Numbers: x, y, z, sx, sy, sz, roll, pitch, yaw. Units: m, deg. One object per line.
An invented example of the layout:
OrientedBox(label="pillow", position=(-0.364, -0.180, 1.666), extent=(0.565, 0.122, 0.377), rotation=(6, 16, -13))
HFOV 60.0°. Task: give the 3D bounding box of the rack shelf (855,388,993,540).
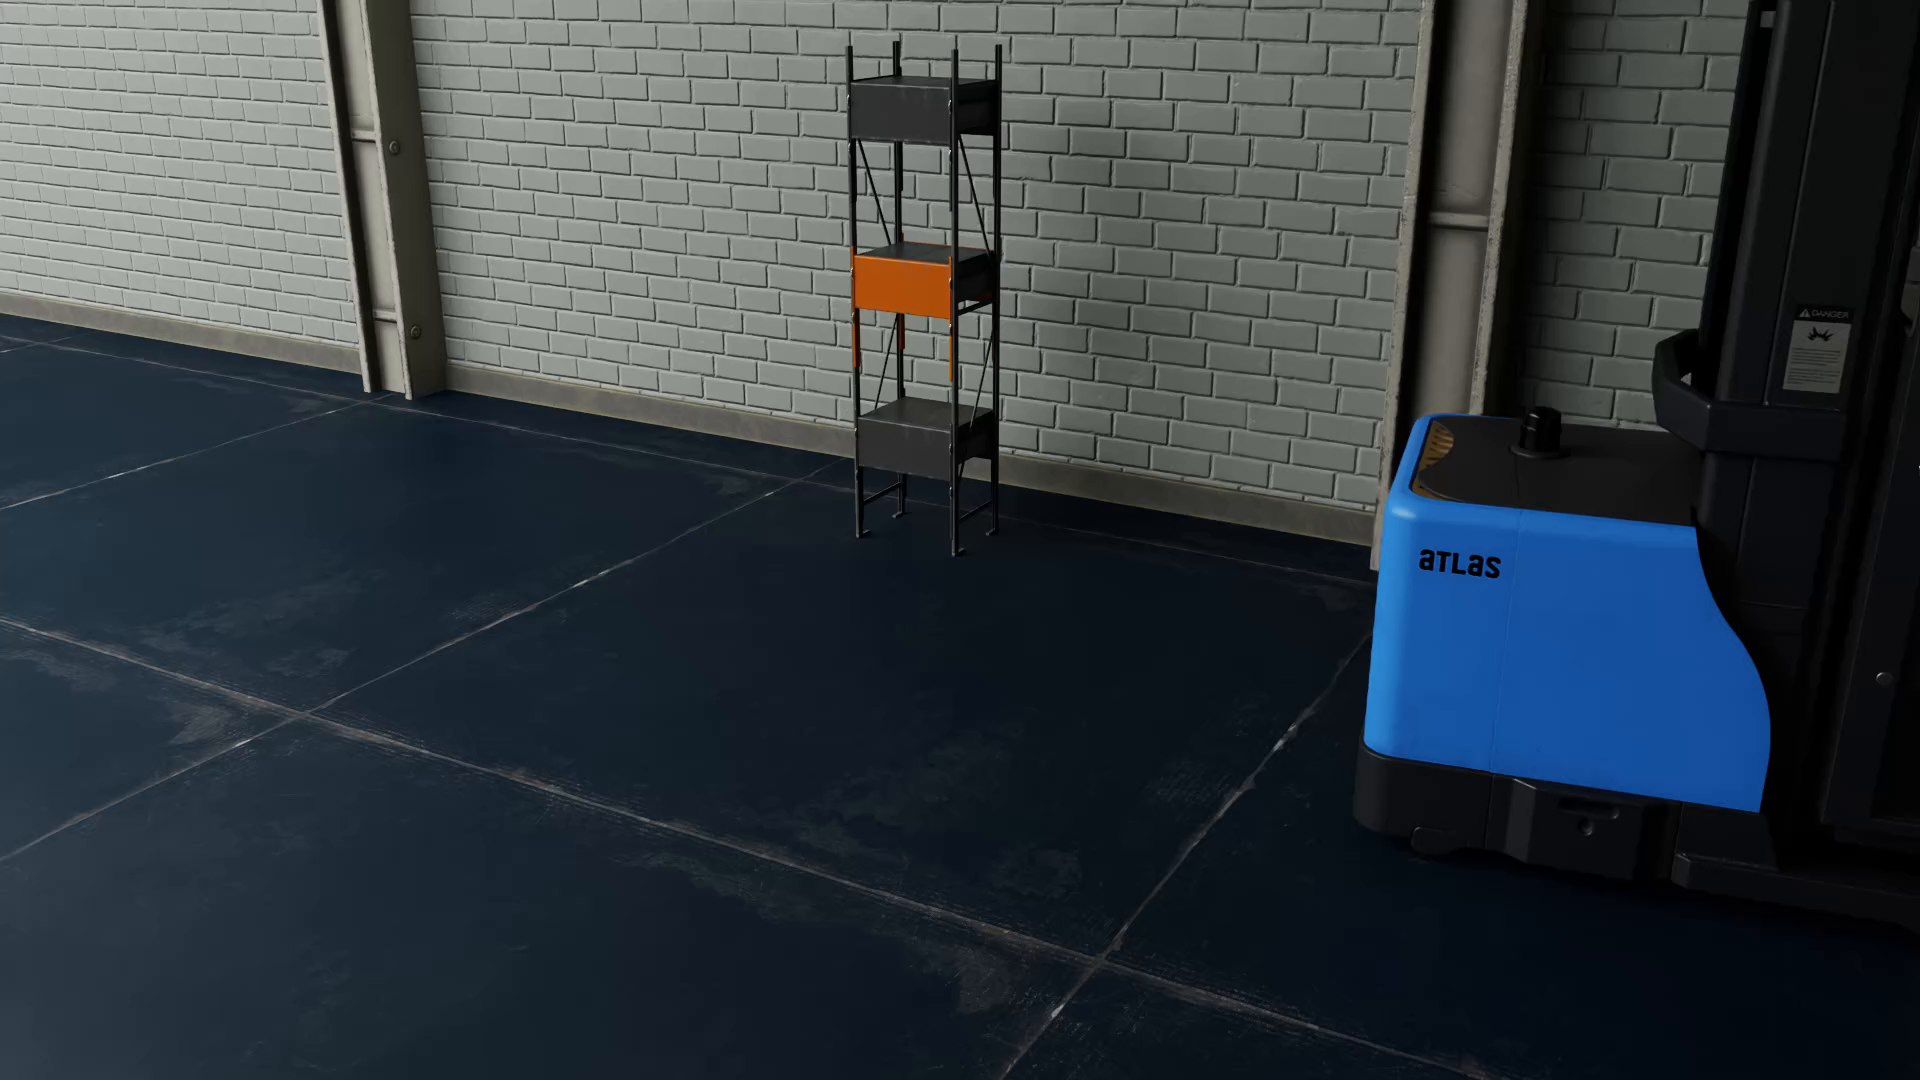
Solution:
OrientedBox(label="rack shelf", position=(-0.144, -0.344, 7.326), extent=(0.480, 0.518, 0.431), rotation=(11, 23, 27))

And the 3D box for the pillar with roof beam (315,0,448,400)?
OrientedBox(label="pillar with roof beam", position=(-5.359, -3.836, 4.745), extent=(0.400, 9.000, 9.100), rotation=(11, 23, 27))

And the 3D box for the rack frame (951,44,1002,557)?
OrientedBox(label="rack frame", position=(0.069, -0.974, 6.971), extent=(0.015, 2.100, 0.400), rotation=(11, 23, 27))

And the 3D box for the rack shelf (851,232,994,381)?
OrientedBox(label="rack shelf", position=(-0.145, -1.002, 7.088), extent=(0.480, 0.518, 0.431), rotation=(11, 23, 27))

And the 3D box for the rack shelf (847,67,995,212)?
OrientedBox(label="rack shelf", position=(-0.145, -1.660, 6.849), extent=(0.480, 0.518, 0.431), rotation=(11, 23, 27))

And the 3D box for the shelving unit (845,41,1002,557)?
OrientedBox(label="shelving unit", position=(-0.145, -1.015, 7.083), extent=(0.503, 2.100, 0.431), rotation=(11, 23, 27))

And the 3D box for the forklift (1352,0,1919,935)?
OrientedBox(label="forklift", position=(2.733, -0.468, 4.357), extent=(3.031, 2.935, 1.130), rotation=(7, 21, 18))

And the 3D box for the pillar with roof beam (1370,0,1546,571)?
OrientedBox(label="pillar with roof beam", position=(-0.121, -2.839, 1.994), extent=(0.400, 9.000, 9.100), rotation=(11, 23, 27))

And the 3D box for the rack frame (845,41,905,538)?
OrientedBox(label="rack frame", position=(-0.358, -1.055, 7.195), extent=(0.015, 2.100, 0.400), rotation=(11, 23, 27))
